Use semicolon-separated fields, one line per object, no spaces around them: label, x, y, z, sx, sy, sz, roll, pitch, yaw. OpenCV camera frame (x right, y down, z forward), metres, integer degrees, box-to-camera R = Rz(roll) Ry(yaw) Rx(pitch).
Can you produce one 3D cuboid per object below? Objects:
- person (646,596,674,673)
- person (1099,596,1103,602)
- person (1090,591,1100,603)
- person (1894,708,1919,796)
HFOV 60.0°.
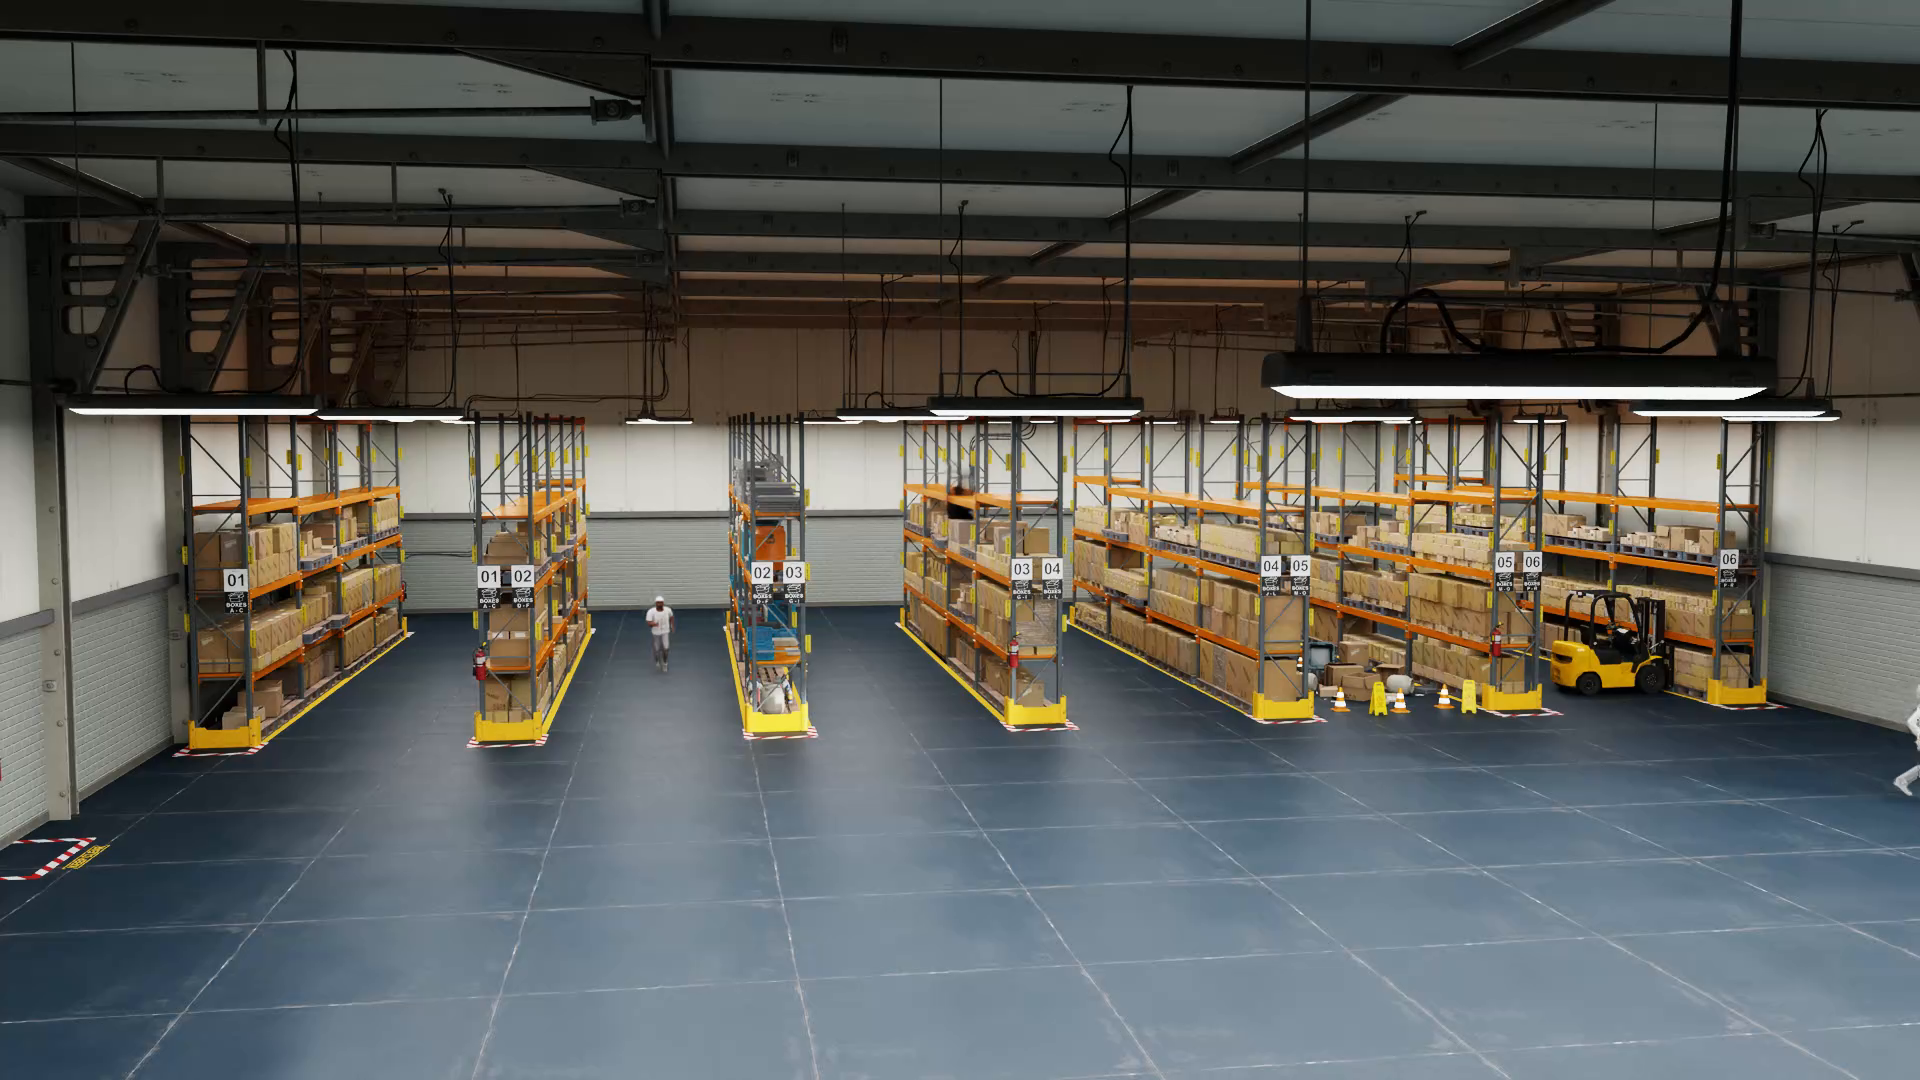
person;-6.994;2.207;38.842;0.668;1.808;0.823;-1;4;-16
person;4.397;1.518;49.922;0.668;1.644;0.650;0;4;-7
person;4.089;1.572;49.899;0.519;1.549;0.747;2;4;25
person;14.688;3.098;25.188;0.966;1.761;0.655;3;5;41
